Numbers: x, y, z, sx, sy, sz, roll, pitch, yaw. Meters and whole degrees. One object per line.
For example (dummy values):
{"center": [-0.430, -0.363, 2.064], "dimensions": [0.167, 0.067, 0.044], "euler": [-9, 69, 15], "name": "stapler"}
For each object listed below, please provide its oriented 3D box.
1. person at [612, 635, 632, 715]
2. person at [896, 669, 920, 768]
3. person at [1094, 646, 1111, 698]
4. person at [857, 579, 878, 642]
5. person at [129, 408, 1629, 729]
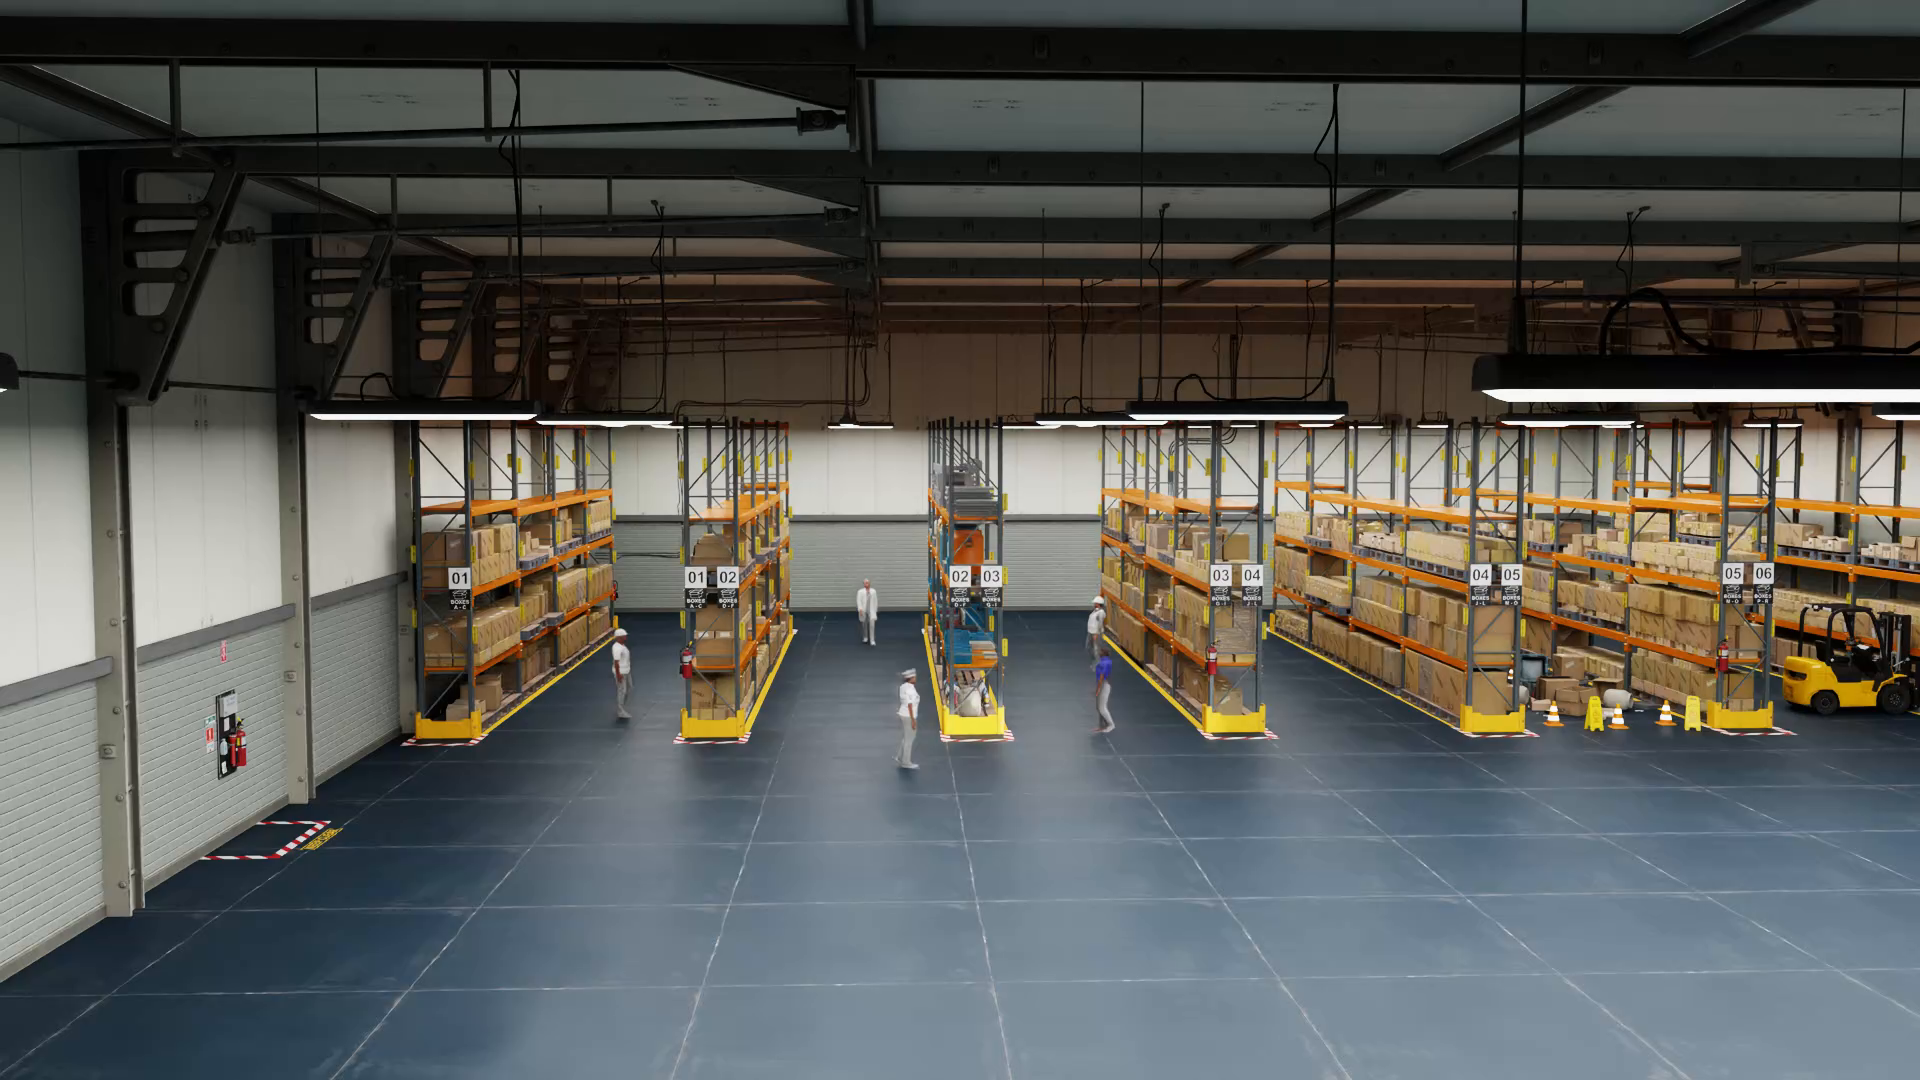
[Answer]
{"center": [-6.817, 2.653, 33.399], "dimensions": [0.380, 1.675, 0.641], "euler": [0, 4, 6], "name": "person"}
{"center": [-0.878, 3.052, 28.371], "dimensions": [0.336, 1.716, 0.486], "euler": [-1, 4, -16], "name": "person"}
{"center": [2.693, 2.508, 31.519], "dimensions": [0.335, 0.990, 0.488], "euler": [0, 4, -3], "name": "person"}
{"center": [-2.497, 1.896, 44.735], "dimensions": [0.566, 1.674, 0.867], "euler": [0, 4, -5], "name": "person"}
{"center": [-0.567, 0.706, 30.953], "dimensions": [26.013, 6.000, 14.212], "euler": [-1, 4, -21], "name": "person"}
